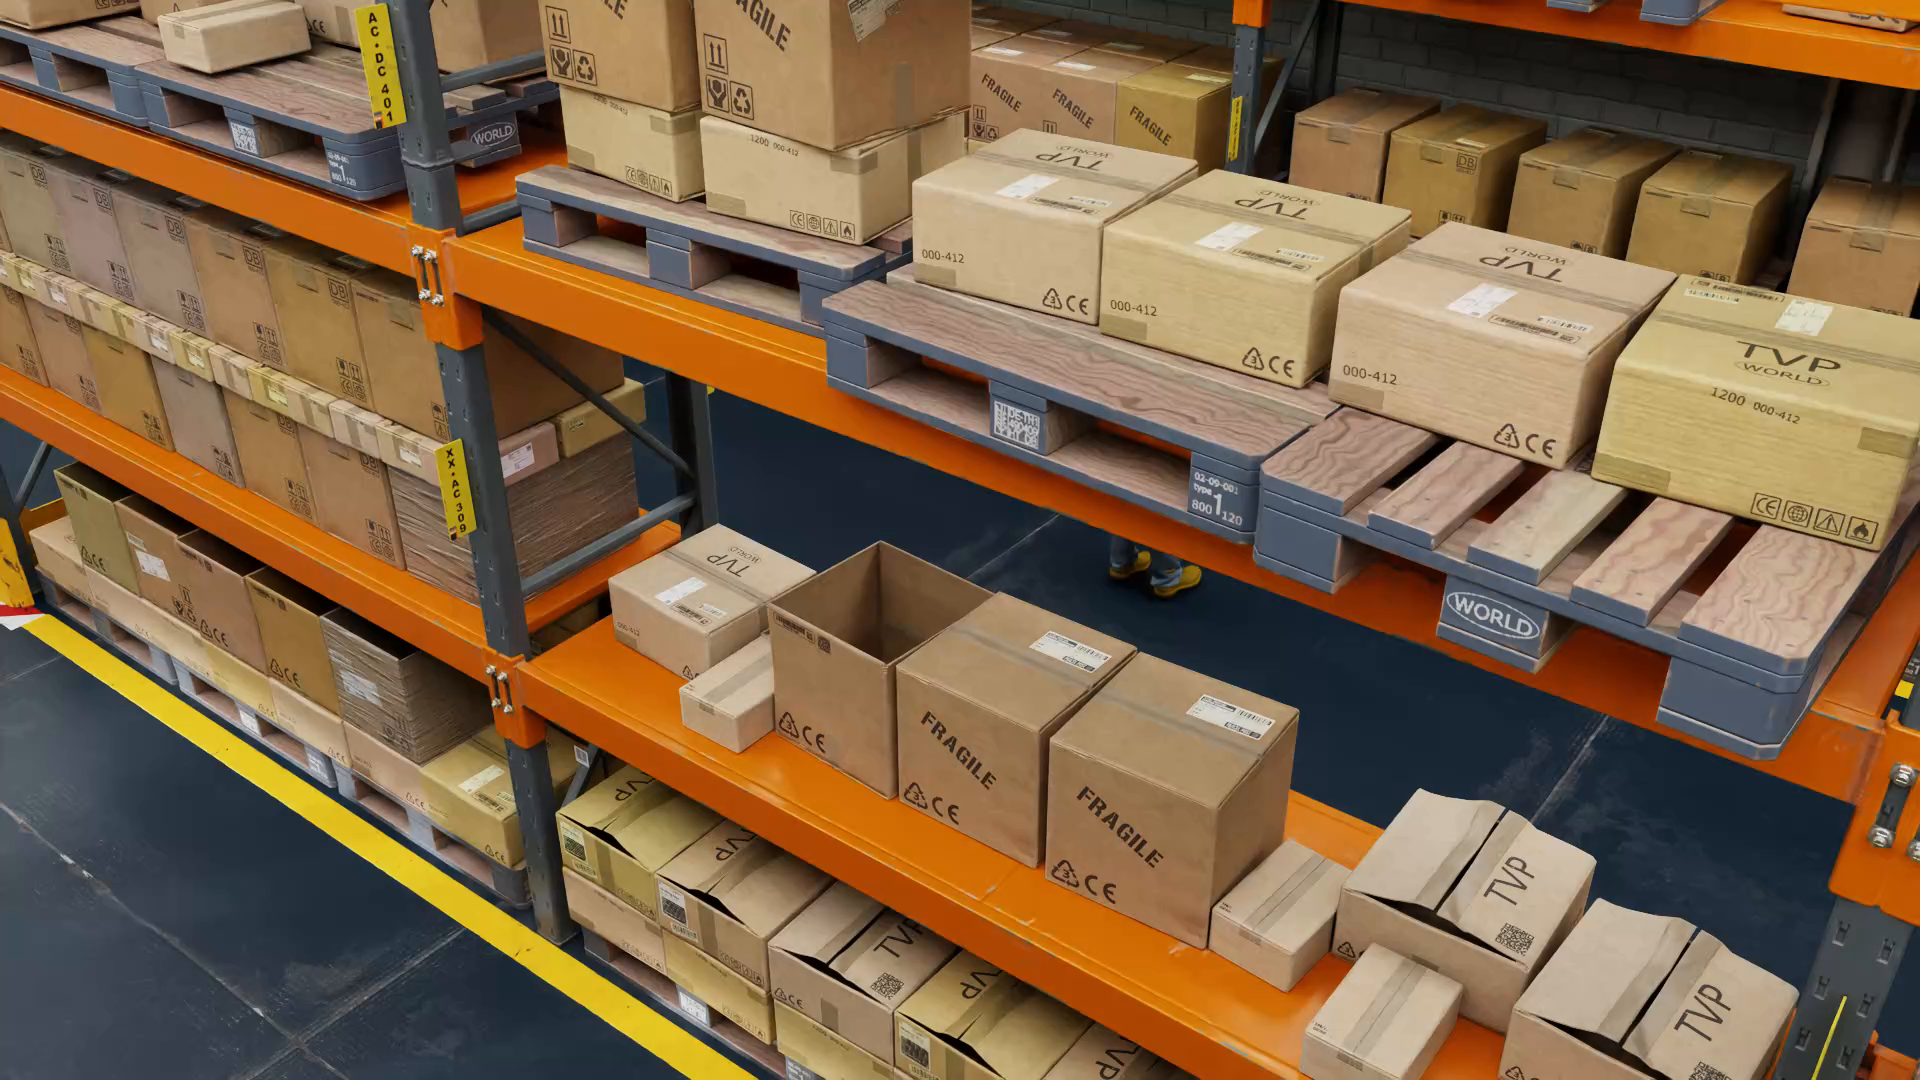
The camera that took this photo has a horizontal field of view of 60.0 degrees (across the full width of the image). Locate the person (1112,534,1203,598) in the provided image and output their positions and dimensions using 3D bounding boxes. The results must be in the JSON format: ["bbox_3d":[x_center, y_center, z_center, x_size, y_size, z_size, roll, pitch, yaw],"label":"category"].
[{"bbox_3d":[0.963,-0.534,7.979,0.582,1.780,0.478,25,39,36],"label":"person"}]
